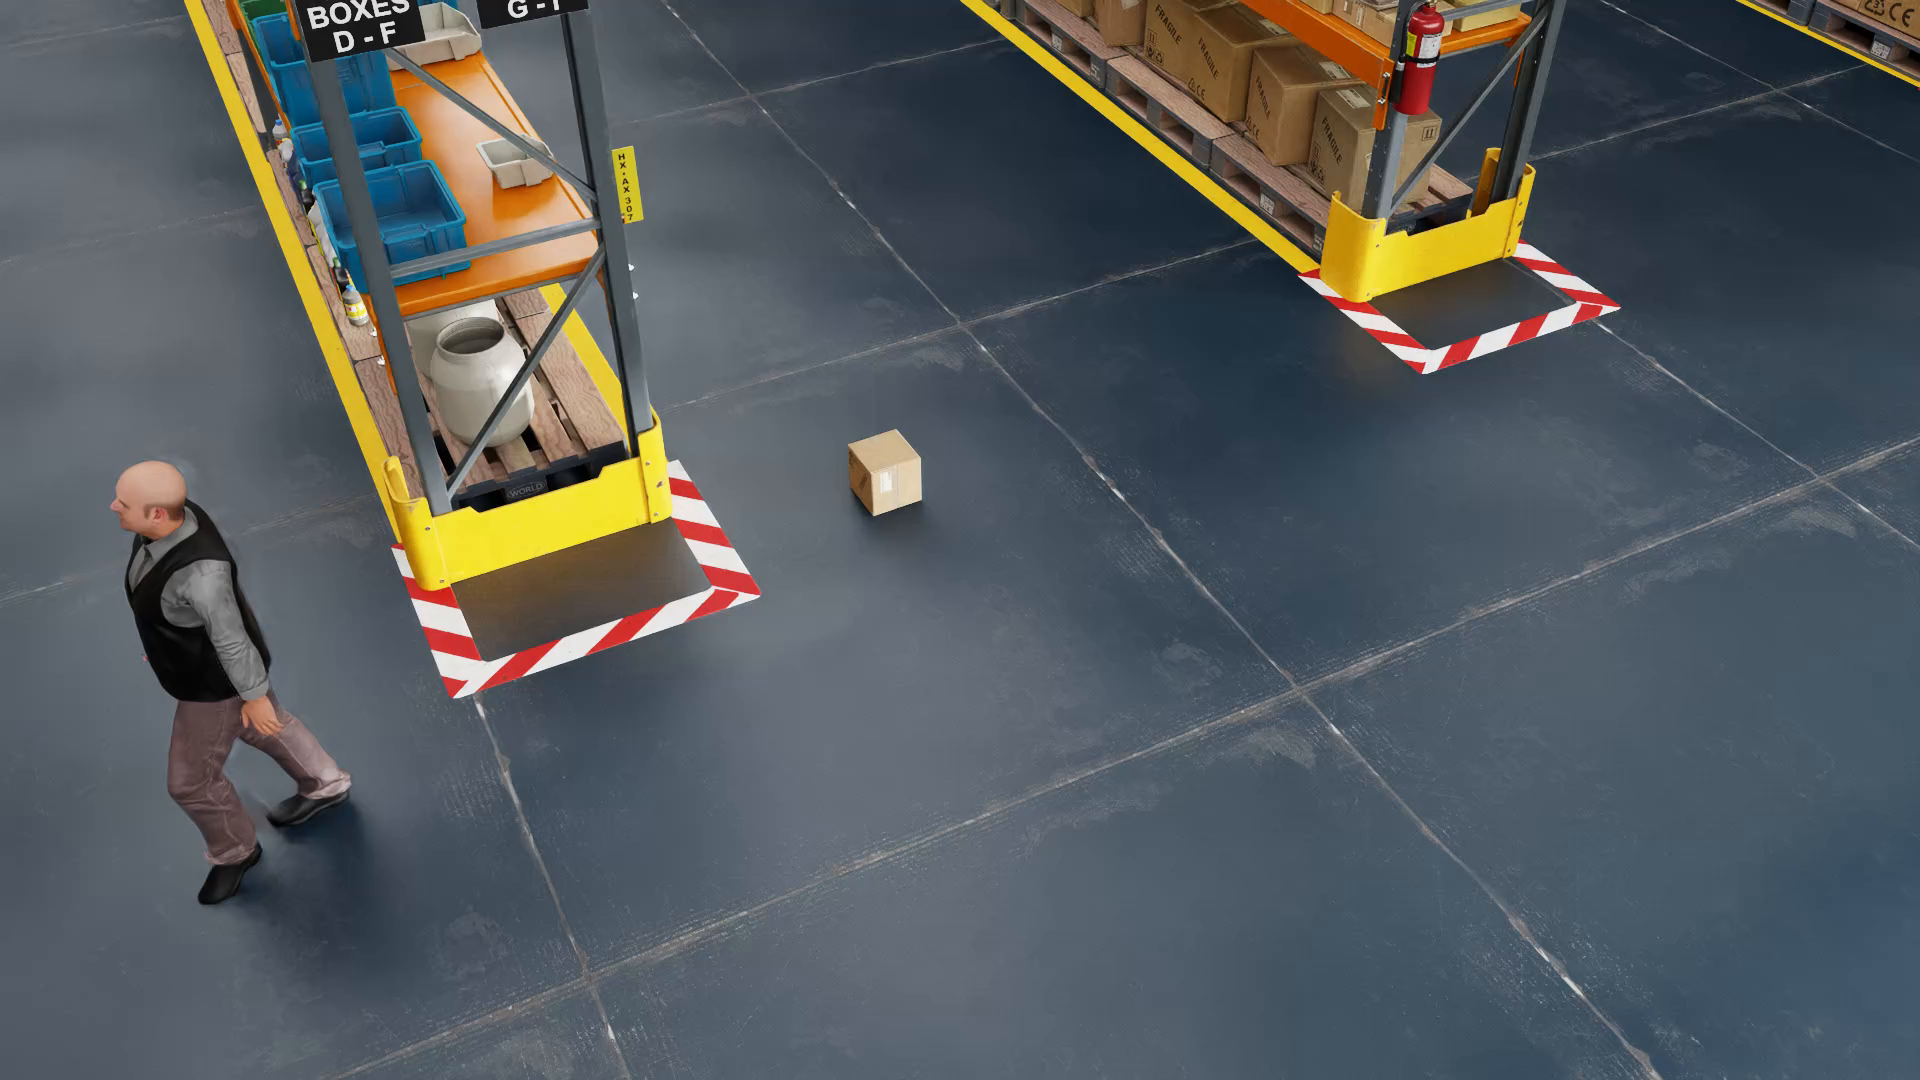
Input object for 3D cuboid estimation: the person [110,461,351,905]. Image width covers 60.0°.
[{"bbox_3d":[-2.560,0.464,5.664,0.633,1.784,0.579,-20,45,-22],"label":"person"}]
